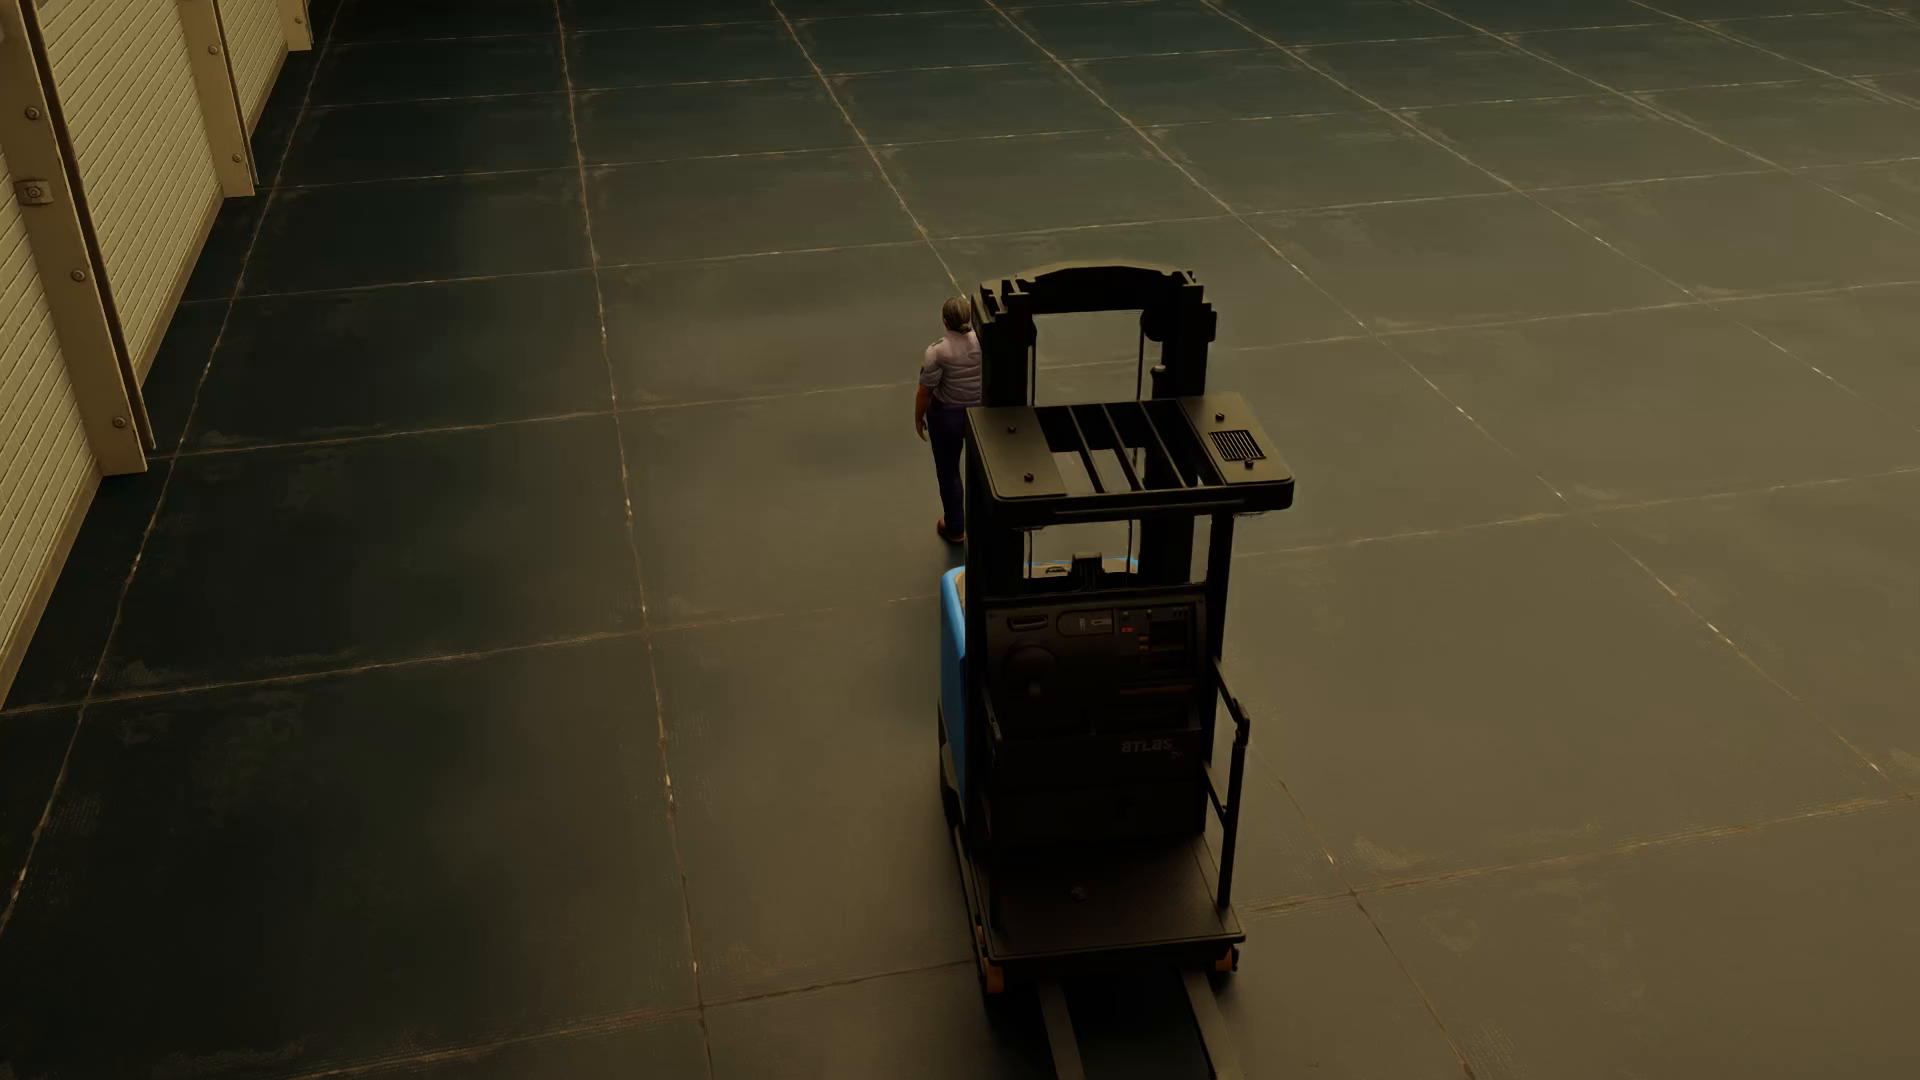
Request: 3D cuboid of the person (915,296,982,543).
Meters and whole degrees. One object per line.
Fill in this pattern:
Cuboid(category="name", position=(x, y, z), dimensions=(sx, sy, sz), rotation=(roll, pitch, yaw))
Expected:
Cuboid(category="person", position=(0.001, -0.766, 10.163), dimensions=(0.599, 1.650, 0.503), rotation=(-7, 31, -12))

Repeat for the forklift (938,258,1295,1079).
Cuboid(category="forklift", position=(0.598, 0.491, 6.726), dimensions=(1.130, 2.935, 3.031), rotation=(-4, 30, -7))
